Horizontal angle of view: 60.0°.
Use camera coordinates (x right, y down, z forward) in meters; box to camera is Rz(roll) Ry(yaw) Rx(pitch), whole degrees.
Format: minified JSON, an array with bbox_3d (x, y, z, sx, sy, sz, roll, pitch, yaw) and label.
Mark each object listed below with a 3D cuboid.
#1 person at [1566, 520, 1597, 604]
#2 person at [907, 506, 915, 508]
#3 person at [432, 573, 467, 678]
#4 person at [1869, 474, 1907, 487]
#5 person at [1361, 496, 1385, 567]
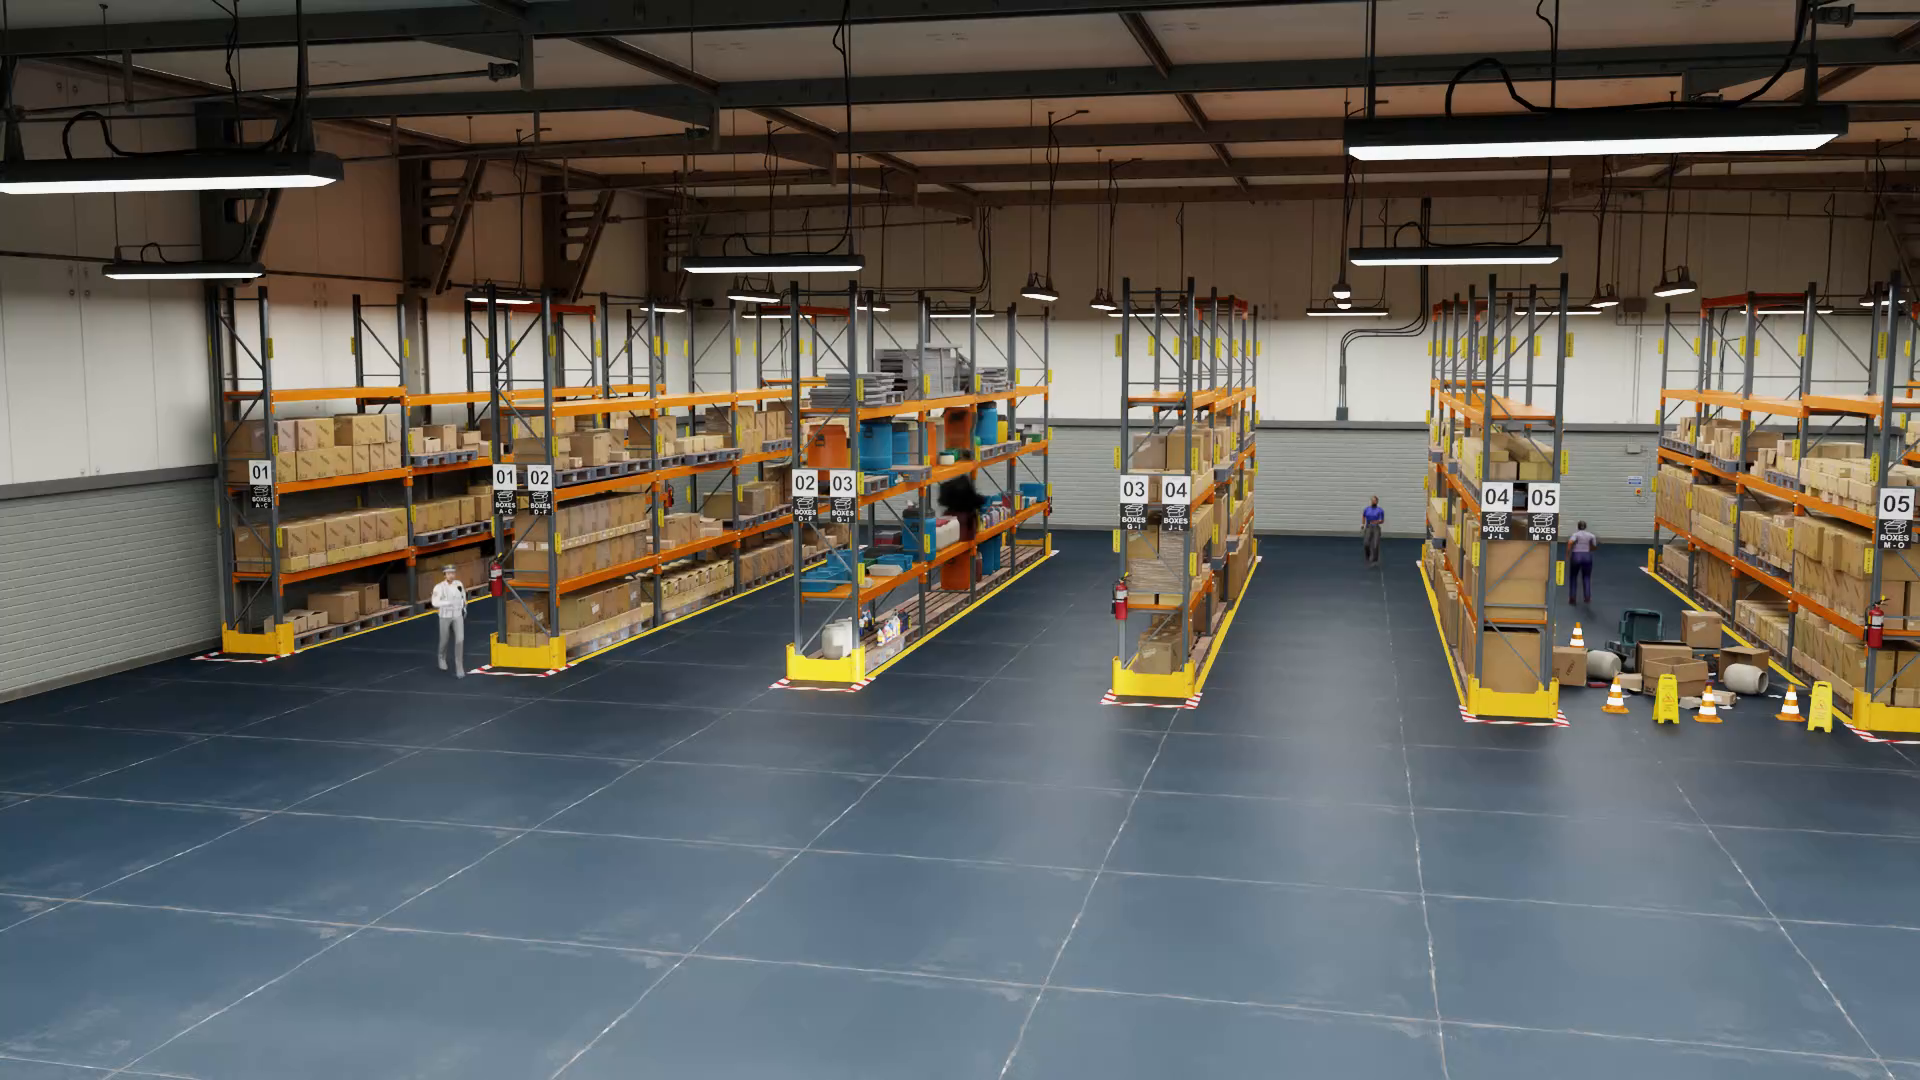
[{"bbox_3d":[12.145,0.470,32.527,0.616,1.725,0.751,1,7,9],"label":"person"},{"bbox_3d":[-1.021,-0.096,36.753,0.532,1.537,1.045,2,7,17],"label":"person"},{"bbox_3d":[-7.845,1.237,25.573,0.589,1.670,0.883,-4,8,-31],"label":"person"},{"bbox_3d":[14.140,0.379,25.529,3.103,3.285,7.662,1,7,9],"label":"person"},{"bbox_3d":[9.444,-0.193,38.119,0.551,1.632,0.653,3,7,23],"label":"person"}]
